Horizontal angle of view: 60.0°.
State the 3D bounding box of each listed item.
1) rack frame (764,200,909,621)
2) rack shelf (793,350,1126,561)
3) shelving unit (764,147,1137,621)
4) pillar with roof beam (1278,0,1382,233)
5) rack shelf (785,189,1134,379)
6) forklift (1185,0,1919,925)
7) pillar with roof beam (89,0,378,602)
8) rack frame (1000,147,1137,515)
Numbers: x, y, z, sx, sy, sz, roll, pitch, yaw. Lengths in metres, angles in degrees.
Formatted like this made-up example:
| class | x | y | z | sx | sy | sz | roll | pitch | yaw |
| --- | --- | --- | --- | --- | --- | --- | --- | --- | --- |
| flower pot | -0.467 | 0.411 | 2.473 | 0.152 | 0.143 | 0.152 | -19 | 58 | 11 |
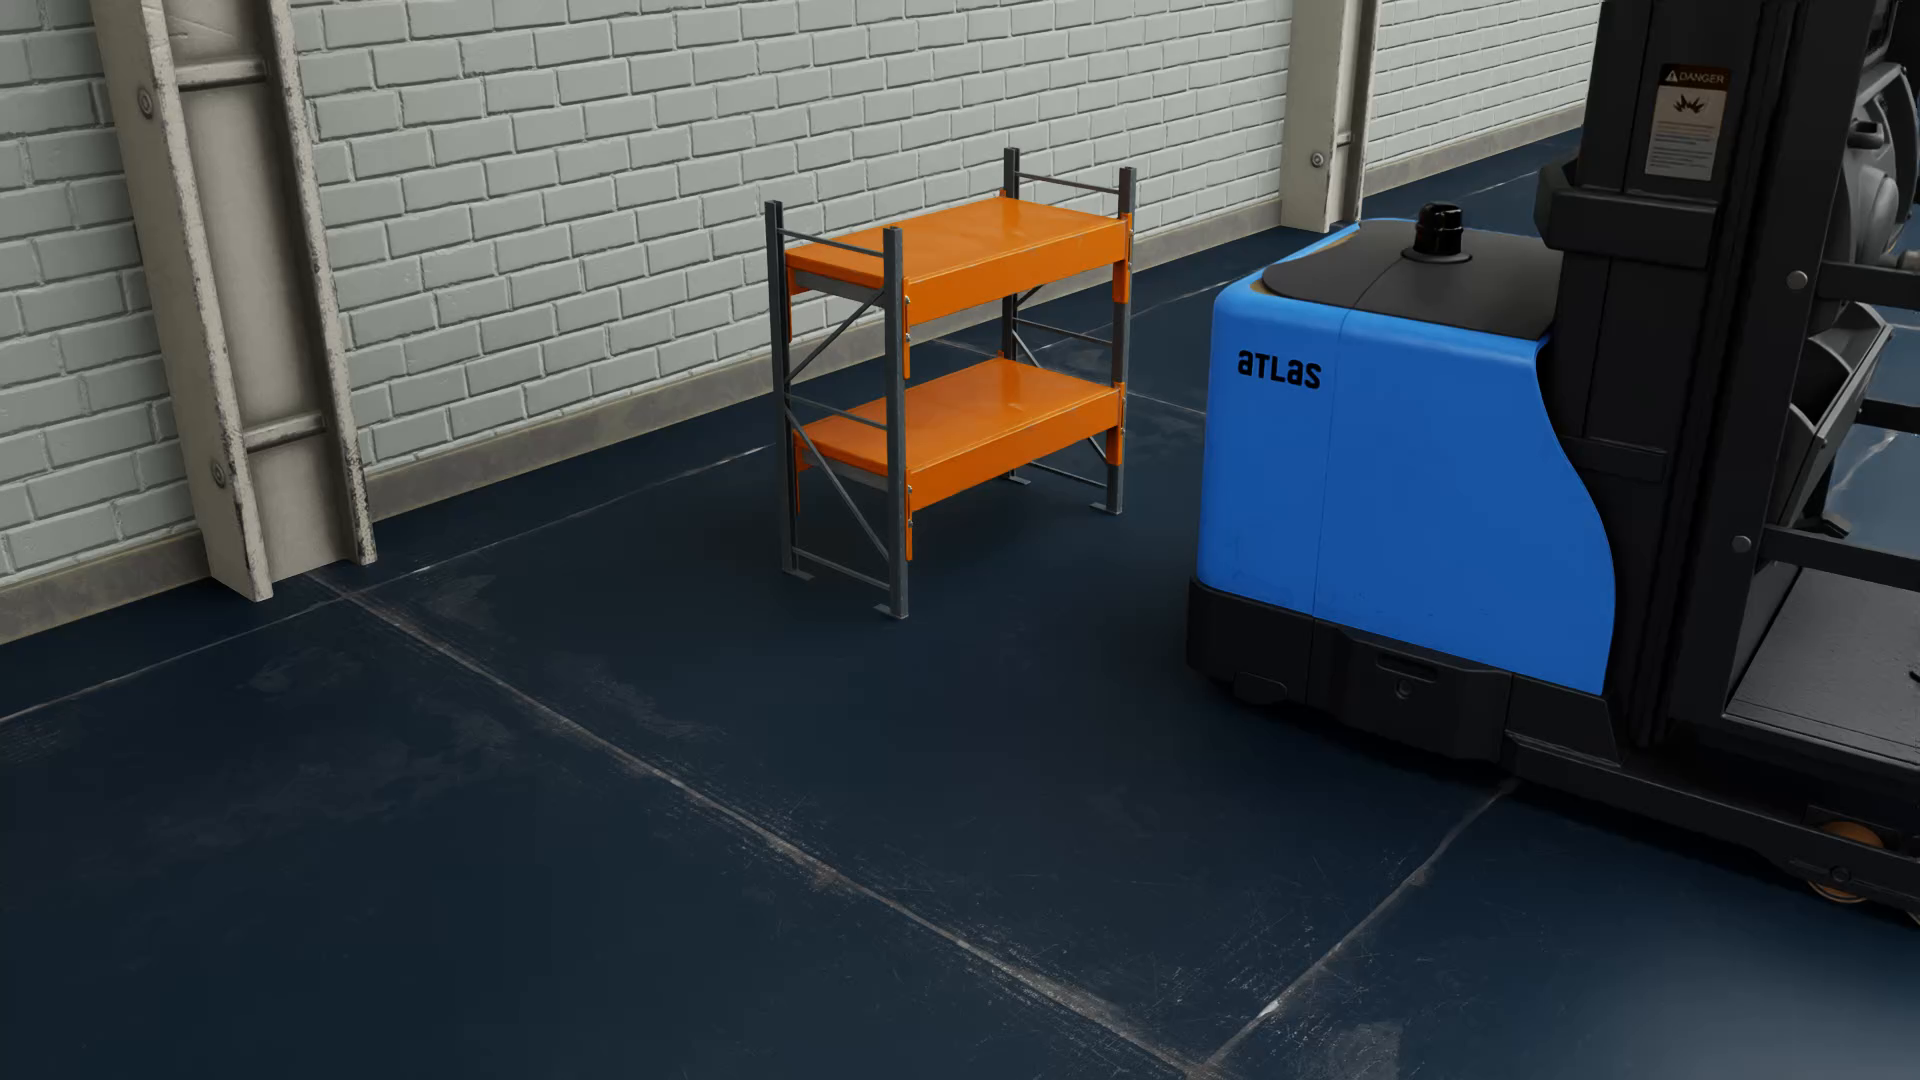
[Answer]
| class | x | y | z | sx | sy | sz | roll | pitch | yaw |
| --- | --- | --- | --- | --- | --- | --- | --- | --- | --- |
| rack frame | -0.344 | -0.356 | 4.670 | 0.500 | 1.125 | 0.032 | 20 | 31 | 38 |
| rack shelf | -0.005 | -0.288 | 5.115 | 0.538 | 0.278 | 1.000 | 20 | 31 | 38 |
| shelving unit | -0.005 | -0.511 | 5.015 | 0.538 | 1.125 | 1.048 | 20 | 31 | 38 |
| pillar with roof beam | 5.176 | -4.679 | 4.687 | 9.100 | 9.000 | 0.400 | 20 | 31 | 38 |
| rack shelf | -0.005 | -0.778 | 4.896 | 0.538 | 0.278 | 1.000 | 20 | 31 | 38 |
| forklift | 2.094 | -0.770 | 3.385 | 3.031 | 2.935 | 1.130 | 16 | 29 | 31 |
| pillar with roof beam | 1.171 | -2.851 | 0.610 | 9.100 | 9.000 | 0.400 | 20 | 31 | 38 |
| rack frame | 0.335 | -0.666 | 5.361 | 0.500 | 1.125 | 0.032 | 20 | 31 | 38 |
